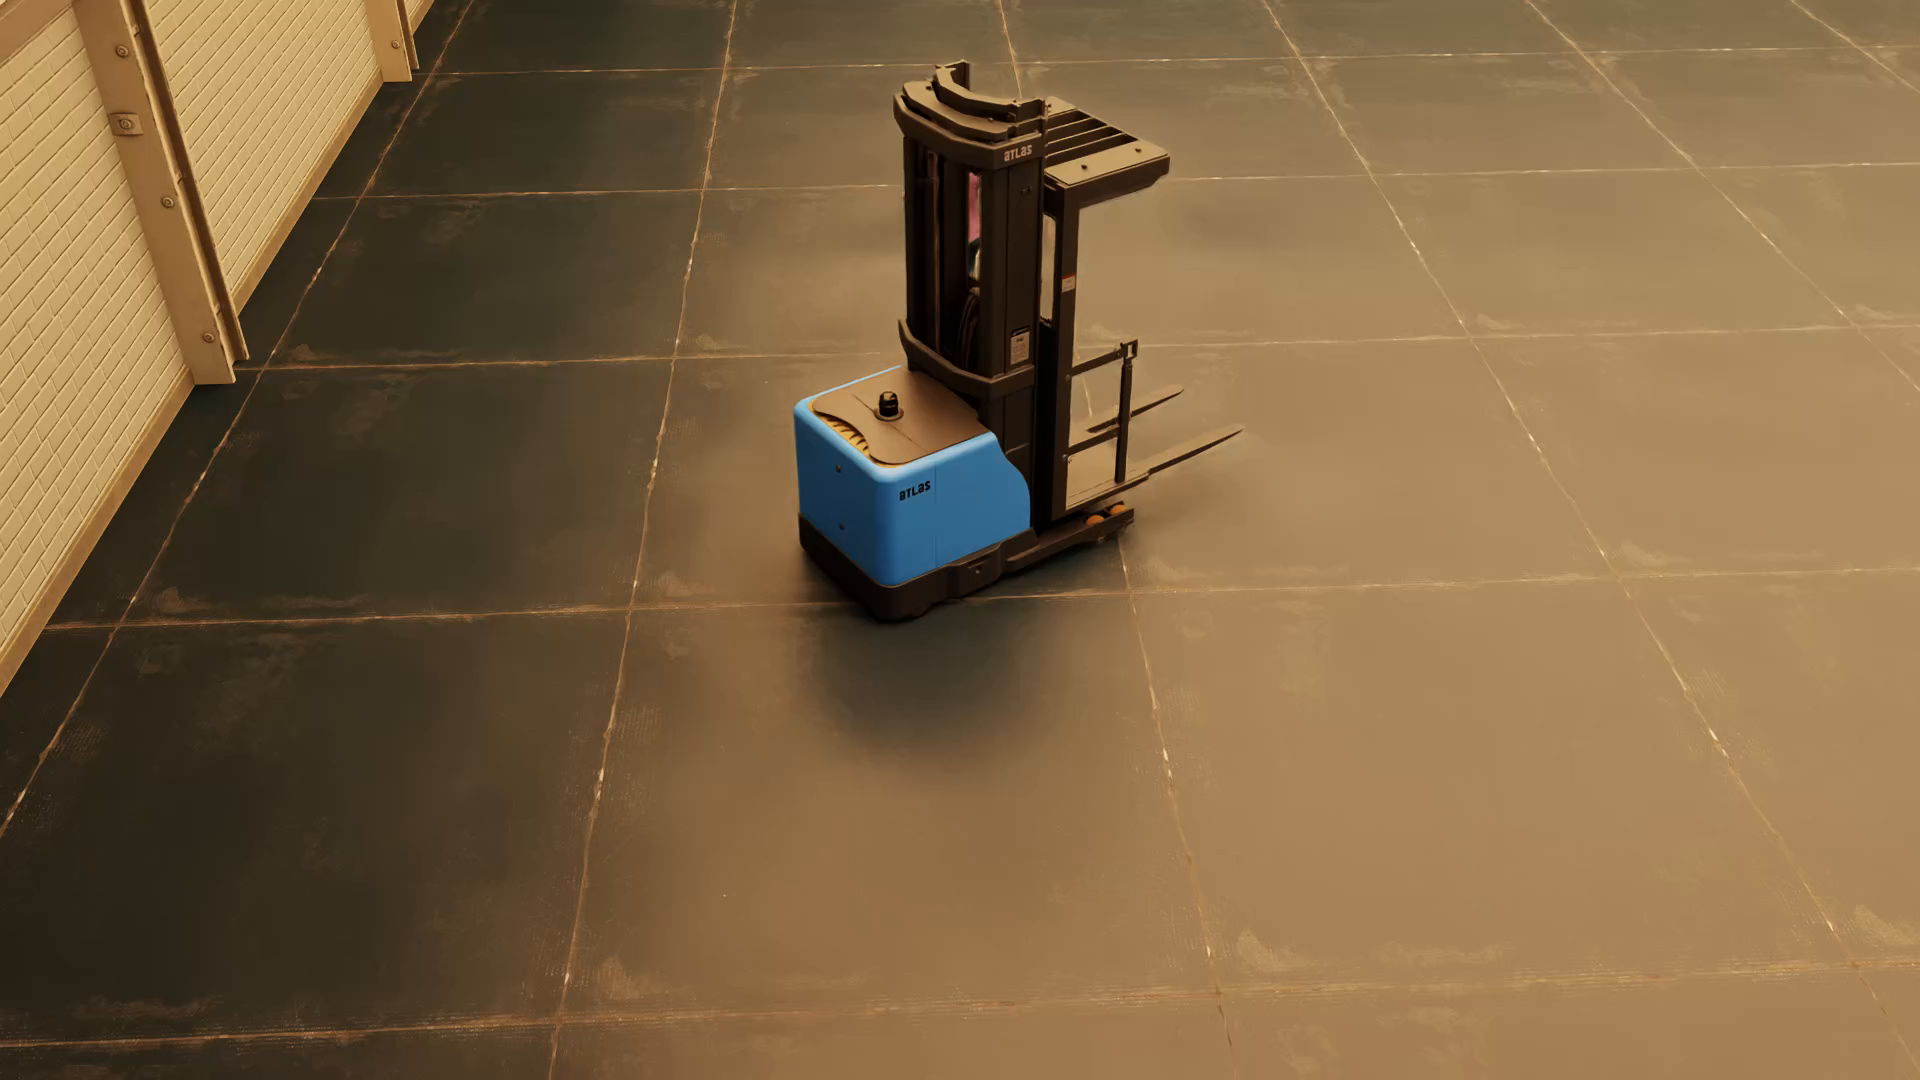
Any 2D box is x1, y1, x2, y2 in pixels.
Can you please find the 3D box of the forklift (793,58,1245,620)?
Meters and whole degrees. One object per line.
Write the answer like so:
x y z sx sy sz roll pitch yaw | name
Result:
0.493 -1.405 9.940 3.031 2.935 1.130 -23 42 -28 | forklift

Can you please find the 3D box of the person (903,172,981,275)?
0.011 -2.274 12.298 0.812 1.579 0.703 -3 36 -4 | person
